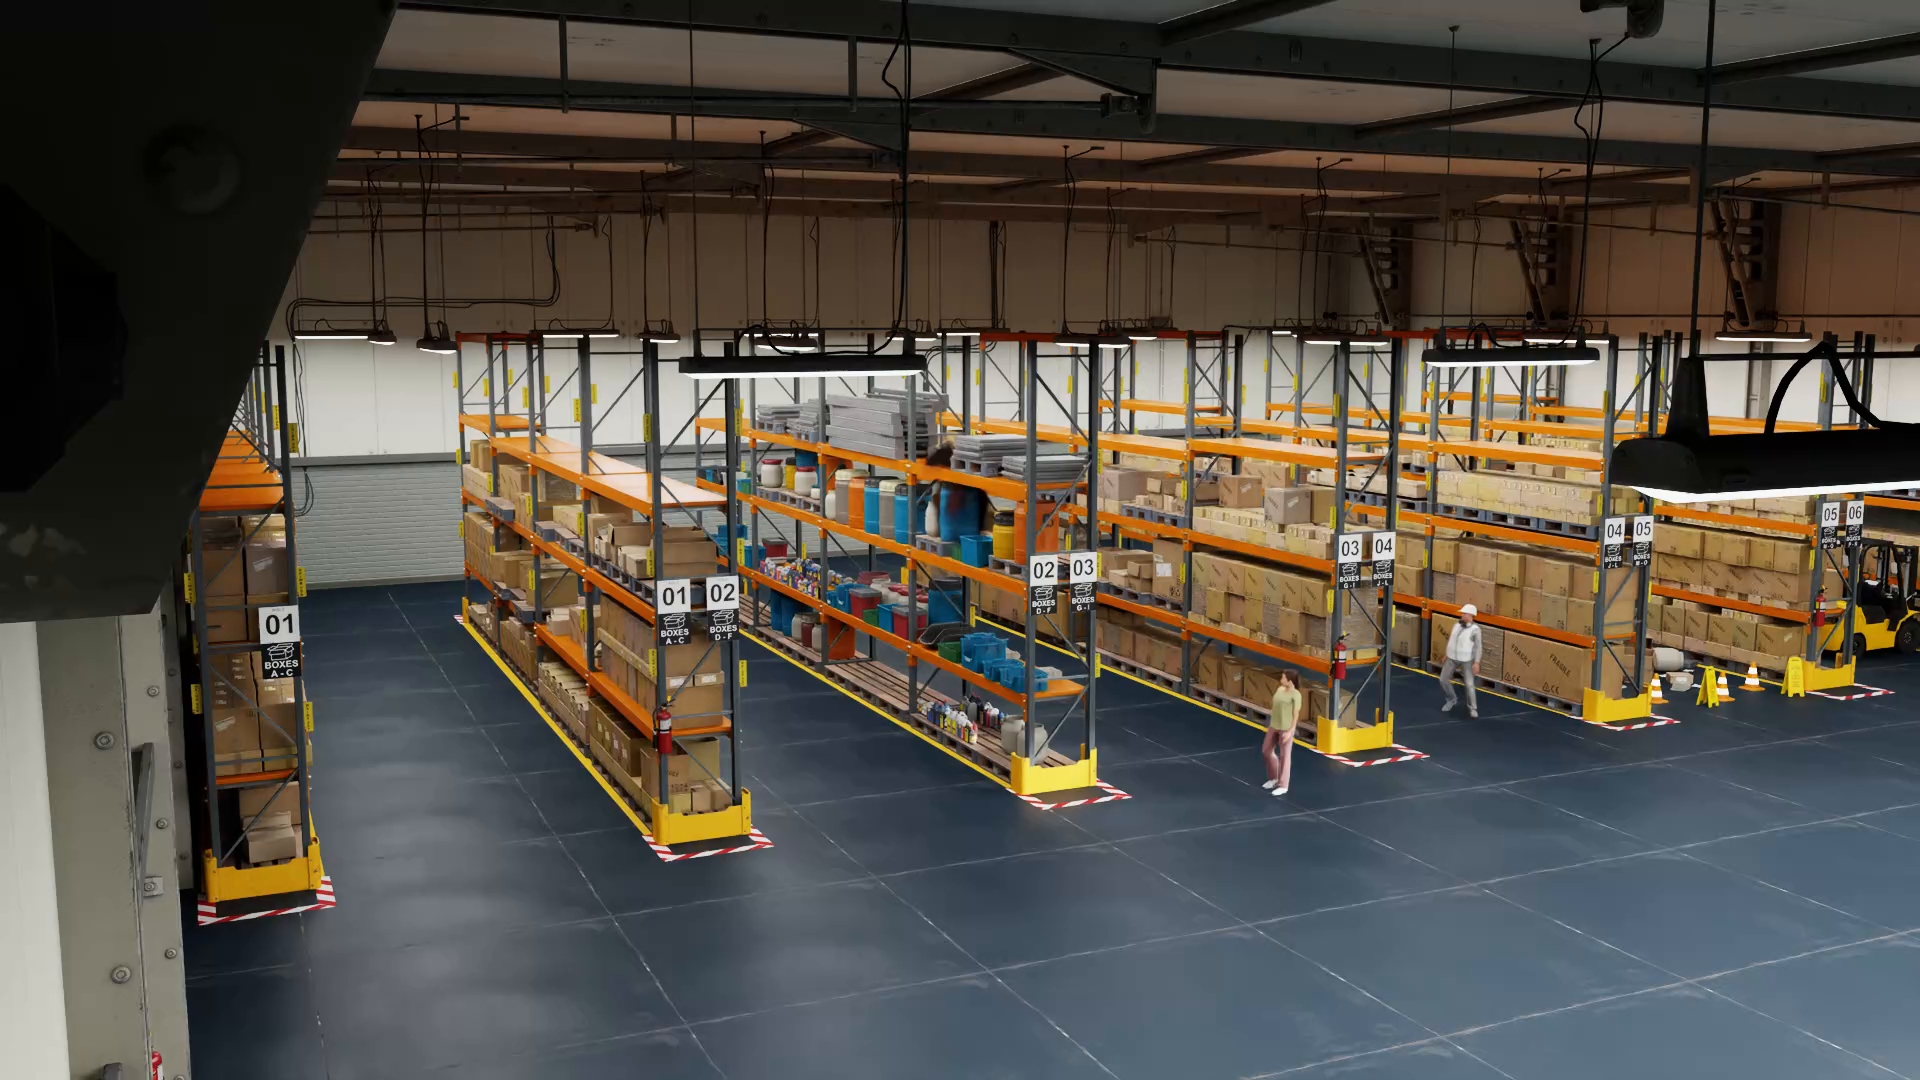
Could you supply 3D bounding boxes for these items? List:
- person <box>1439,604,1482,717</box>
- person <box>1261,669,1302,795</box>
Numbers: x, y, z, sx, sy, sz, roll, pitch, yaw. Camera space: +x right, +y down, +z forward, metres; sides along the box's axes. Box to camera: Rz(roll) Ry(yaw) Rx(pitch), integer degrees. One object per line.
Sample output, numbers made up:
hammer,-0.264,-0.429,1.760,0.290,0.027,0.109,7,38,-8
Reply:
person,7.966,1.895,26.381,0.645,1.770,0.403,6,10,36
person,4.257,2.542,22.128,0.499,1.689,0.543,-7,10,-41
